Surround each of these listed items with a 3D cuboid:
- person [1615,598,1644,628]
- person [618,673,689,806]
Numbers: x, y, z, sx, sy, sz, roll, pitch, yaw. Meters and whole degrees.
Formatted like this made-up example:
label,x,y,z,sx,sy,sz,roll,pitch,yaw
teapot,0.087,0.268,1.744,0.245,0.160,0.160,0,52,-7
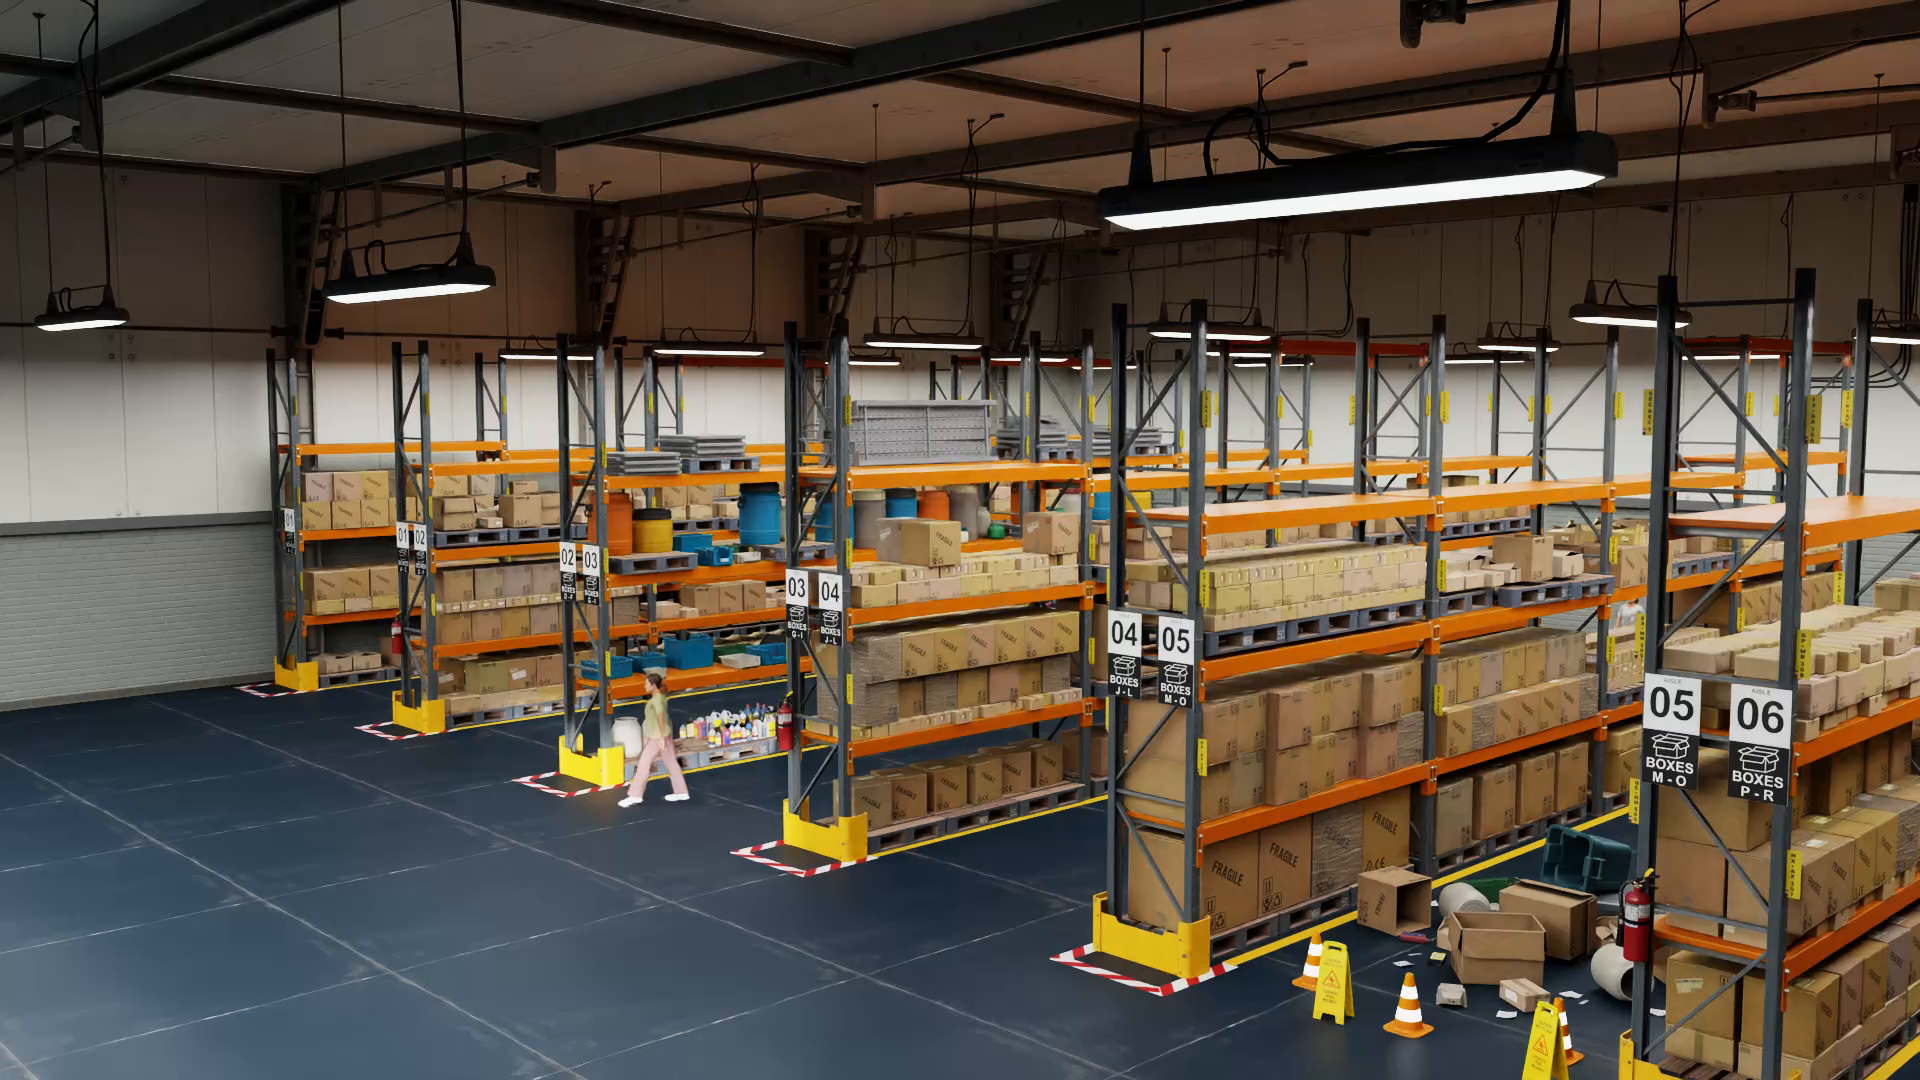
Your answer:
label,x,y,z,sx,sy,sz,roll,pitch,yaw
person,12.261,1.716,30.448,0.514,1.607,1.082,5,7,43
person,-3.872,2.509,21.074,0.851,1.650,0.494,0,5,5
